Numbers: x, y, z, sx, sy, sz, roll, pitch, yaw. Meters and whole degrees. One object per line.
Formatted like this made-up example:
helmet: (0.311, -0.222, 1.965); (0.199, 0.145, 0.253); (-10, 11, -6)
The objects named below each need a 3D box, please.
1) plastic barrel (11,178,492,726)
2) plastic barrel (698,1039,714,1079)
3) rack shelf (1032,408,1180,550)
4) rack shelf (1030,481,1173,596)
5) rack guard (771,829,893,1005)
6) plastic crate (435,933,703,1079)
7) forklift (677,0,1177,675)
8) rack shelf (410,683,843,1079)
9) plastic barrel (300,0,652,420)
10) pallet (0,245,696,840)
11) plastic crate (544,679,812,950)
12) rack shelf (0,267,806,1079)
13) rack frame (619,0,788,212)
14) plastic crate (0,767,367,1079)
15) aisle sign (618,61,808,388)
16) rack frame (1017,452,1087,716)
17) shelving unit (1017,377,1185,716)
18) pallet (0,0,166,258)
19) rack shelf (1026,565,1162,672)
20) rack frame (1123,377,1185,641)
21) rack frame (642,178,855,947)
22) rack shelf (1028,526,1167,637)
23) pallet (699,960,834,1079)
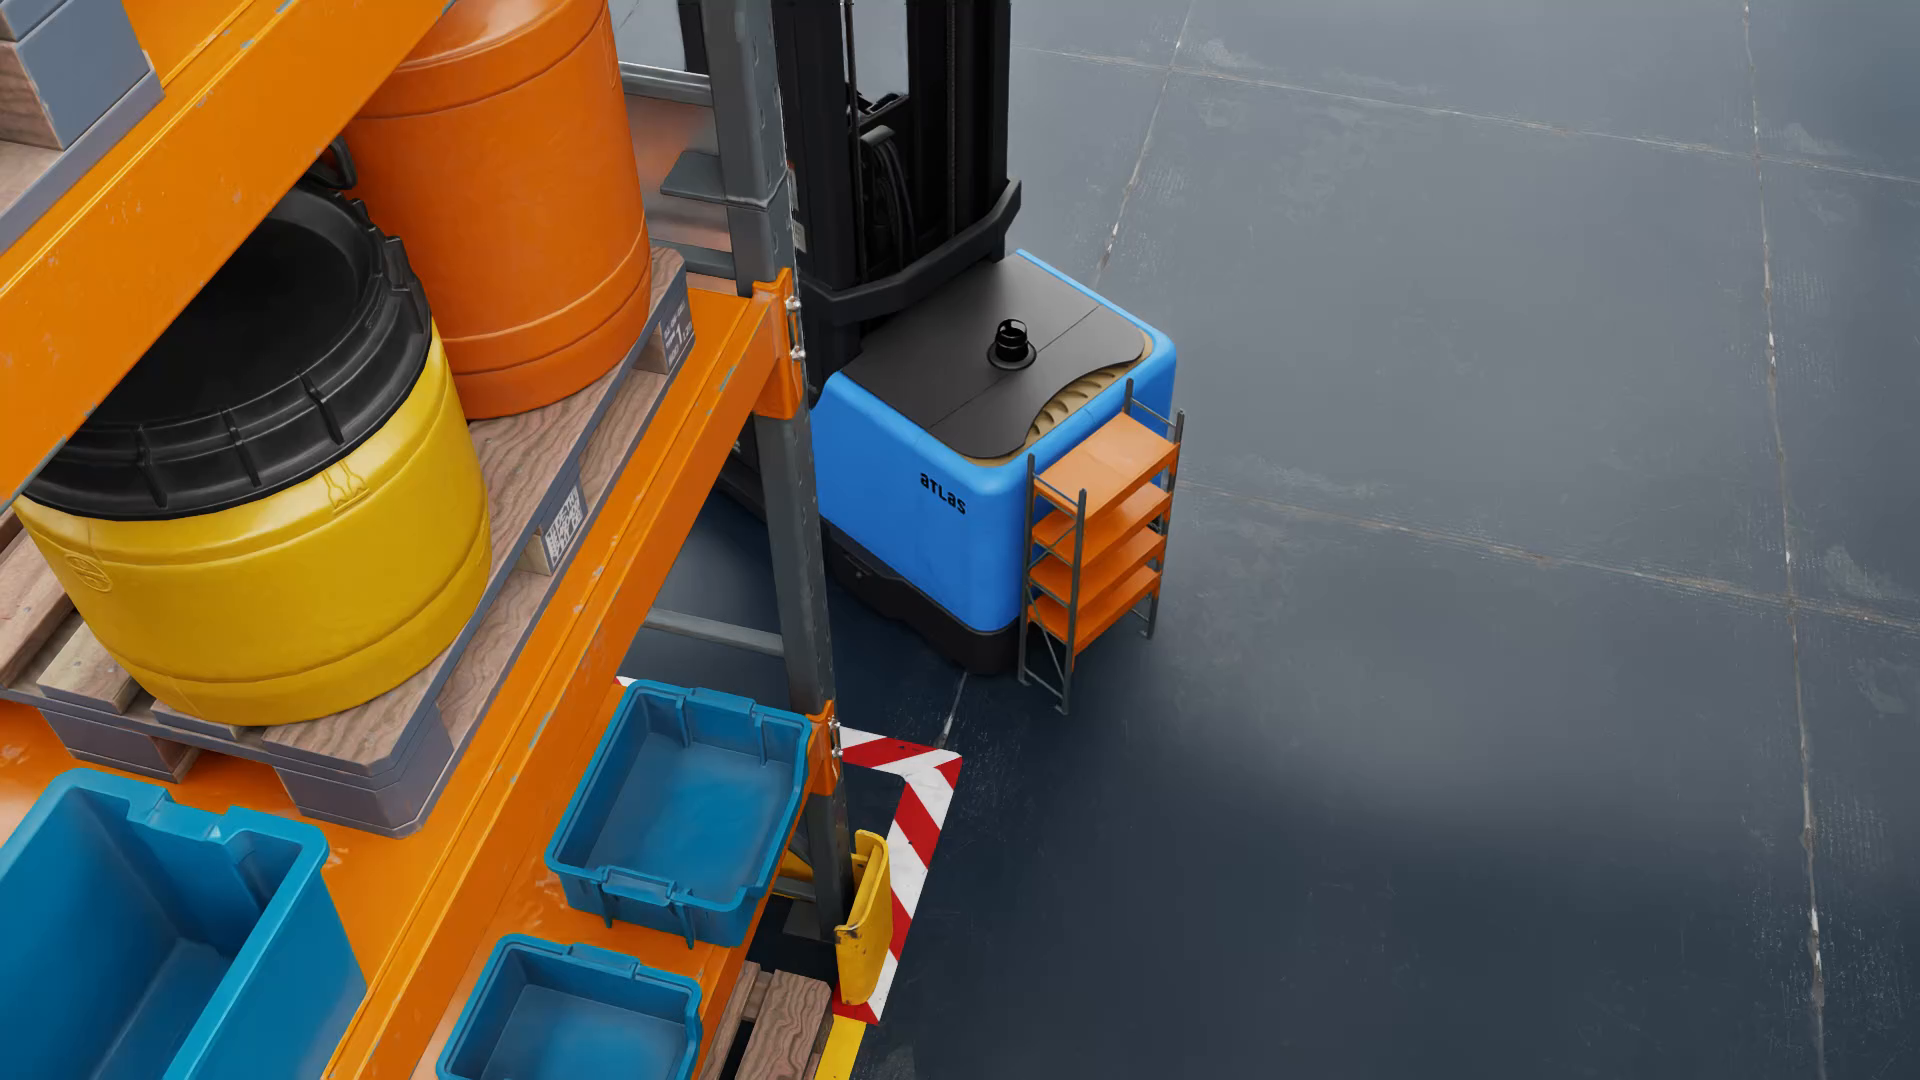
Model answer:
plastic barrel: (-1.018, -0.132, 2.379); (0.600, 0.588, 0.600); (0, 49, 0)
plastic barrel: (-0.940, 1.387, 4.823); (0.421, 0.512, 0.421); (0, 49, 0)
rack shelf: (0.476, -0.208, 5.528); (0.258, 0.148, 0.480); (36, 58, 27)
rack shelf: (0.476, -0.052, 5.706); (0.258, 0.148, 0.480); (36, 58, 27)
rack guard: (-0.815, 1.103, 5.362); (1.175, 0.500, 0.348); (12, 50, 10)
plastic crate: (-0.860, 1.151, 3.752); (0.499, 0.251, 0.408); (12, 50, 10)
forklift: (-0.624, -1.462, 6.004); (3.031, 2.935, 1.130); (36, 58, 27)
rack shelf: (-1.367, 1.897, 3.474); (1.077, 0.370, 4.000); (12, 50, 10)
plastic barrel: (-0.846, -0.685, 2.706); (0.600, 0.830, 0.708); (12, 50, 10)
pallet: (-1.153, -0.139, 2.916); (1.003, 0.211, 1.213); (12, 50, 10)
plastic crate: (-0.684, 0.682, 4.165); (0.499, 0.251, 0.616); (12, 50, 10)
rack shelf: (-1.367, 0.904, 2.349); (1.077, 0.370, 4.000); (12, 50, 10)
rack frame: (-0.841, -1.773, 2.232); (1.000, 3.000, 0.127); (12, 50, 10)
plastic crate: (-1.052, 0.663, 2.093); (0.392, 0.384, 0.575); (12, 50, 10)
aisle sign: (-0.535, -0.642, 3.501); (0.394, 0.787, 0.004); (12, 50, 10)
rack frame: (0.306, 0.183, 5.707); (0.240, 1.200, 0.015); (36, 58, 27)
shelving unit: (0.476, 0.051, 5.823); (0.258, 1.200, 0.503); (36, 58, 27)
pallet: (-1.384, -0.172, 1.211); (1.003, 0.211, 1.213); (12, 50, 10)
rack shelf: (0.475, 0.227, 6.022); (0.258, 0.148, 0.480); (36, 58, 27)
rack frame: (0.645, -0.080, 5.939); (0.240, 1.200, 0.015); (36, 58, 27)
rack frame: (-0.841, 0.212, 4.481); (1.000, 3.000, 0.127); (12, 50, 10)
rack shelf: (0.476, 0.096, 5.873); (0.258, 0.148, 0.480); (36, 58, 27)
pallet: (-1.034, 1.786, 4.952); (1.003, 0.211, 1.213); (12, 50, 10)
